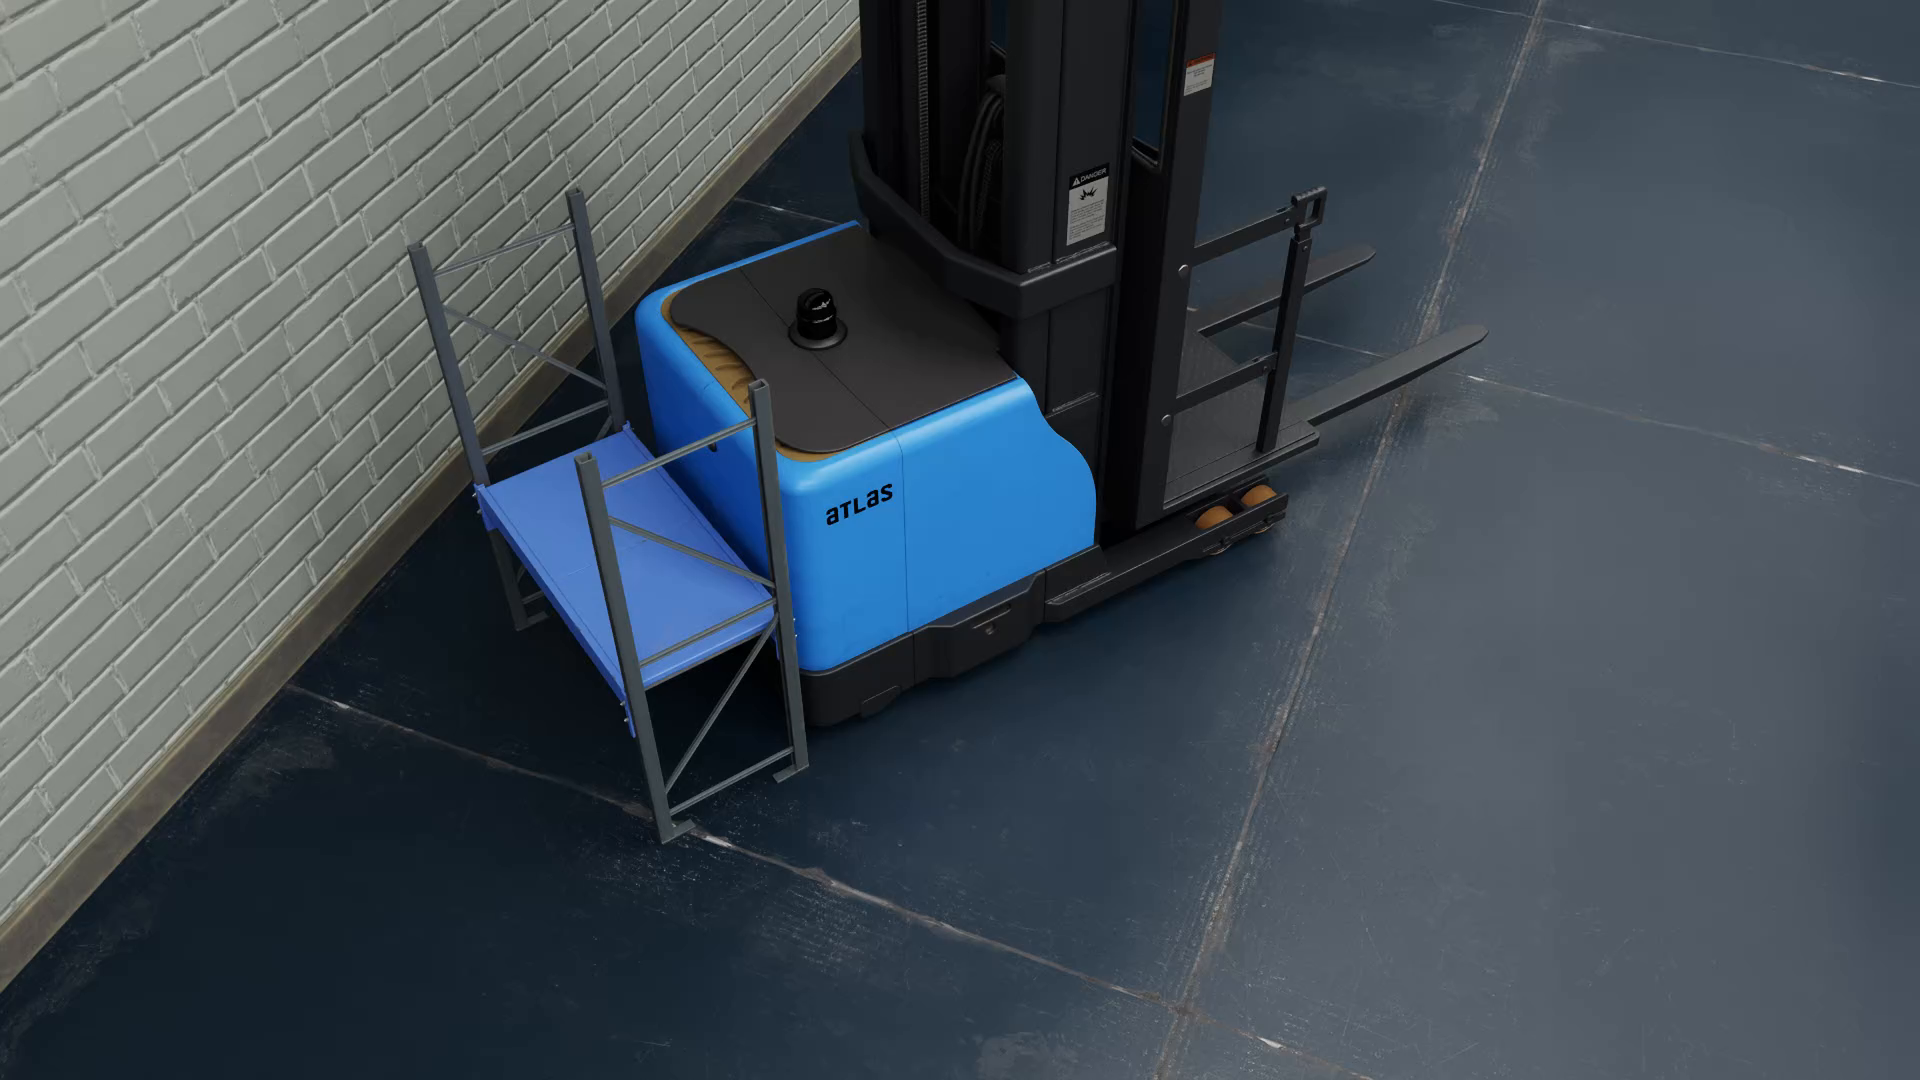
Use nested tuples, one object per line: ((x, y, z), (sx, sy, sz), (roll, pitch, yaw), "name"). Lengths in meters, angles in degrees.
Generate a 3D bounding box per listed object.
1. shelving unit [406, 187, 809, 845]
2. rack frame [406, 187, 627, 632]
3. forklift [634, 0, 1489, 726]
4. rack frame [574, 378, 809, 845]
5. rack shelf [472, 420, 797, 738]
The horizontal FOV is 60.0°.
((-0.963, -0.044, 4.731), (0.538, 1.500, 1.048), (-26, 50, -24), "shelving unit")
((-1.253, -0.339, 5.027), (0.500, 1.500, 0.032), (-26, 50, -24), "rack frame")
((0.528, -1.279, 4.958), (3.031, 2.935, 1.130), (-24, 50, -23), "forklift")
((-0.673, 0.250, 4.435), (0.500, 1.500, 0.032), (-26, 50, -24), "rack frame")
((-0.963, 0.083, 4.858), (0.538, 0.185, 1.000), (-26, 50, -24), "rack shelf")
